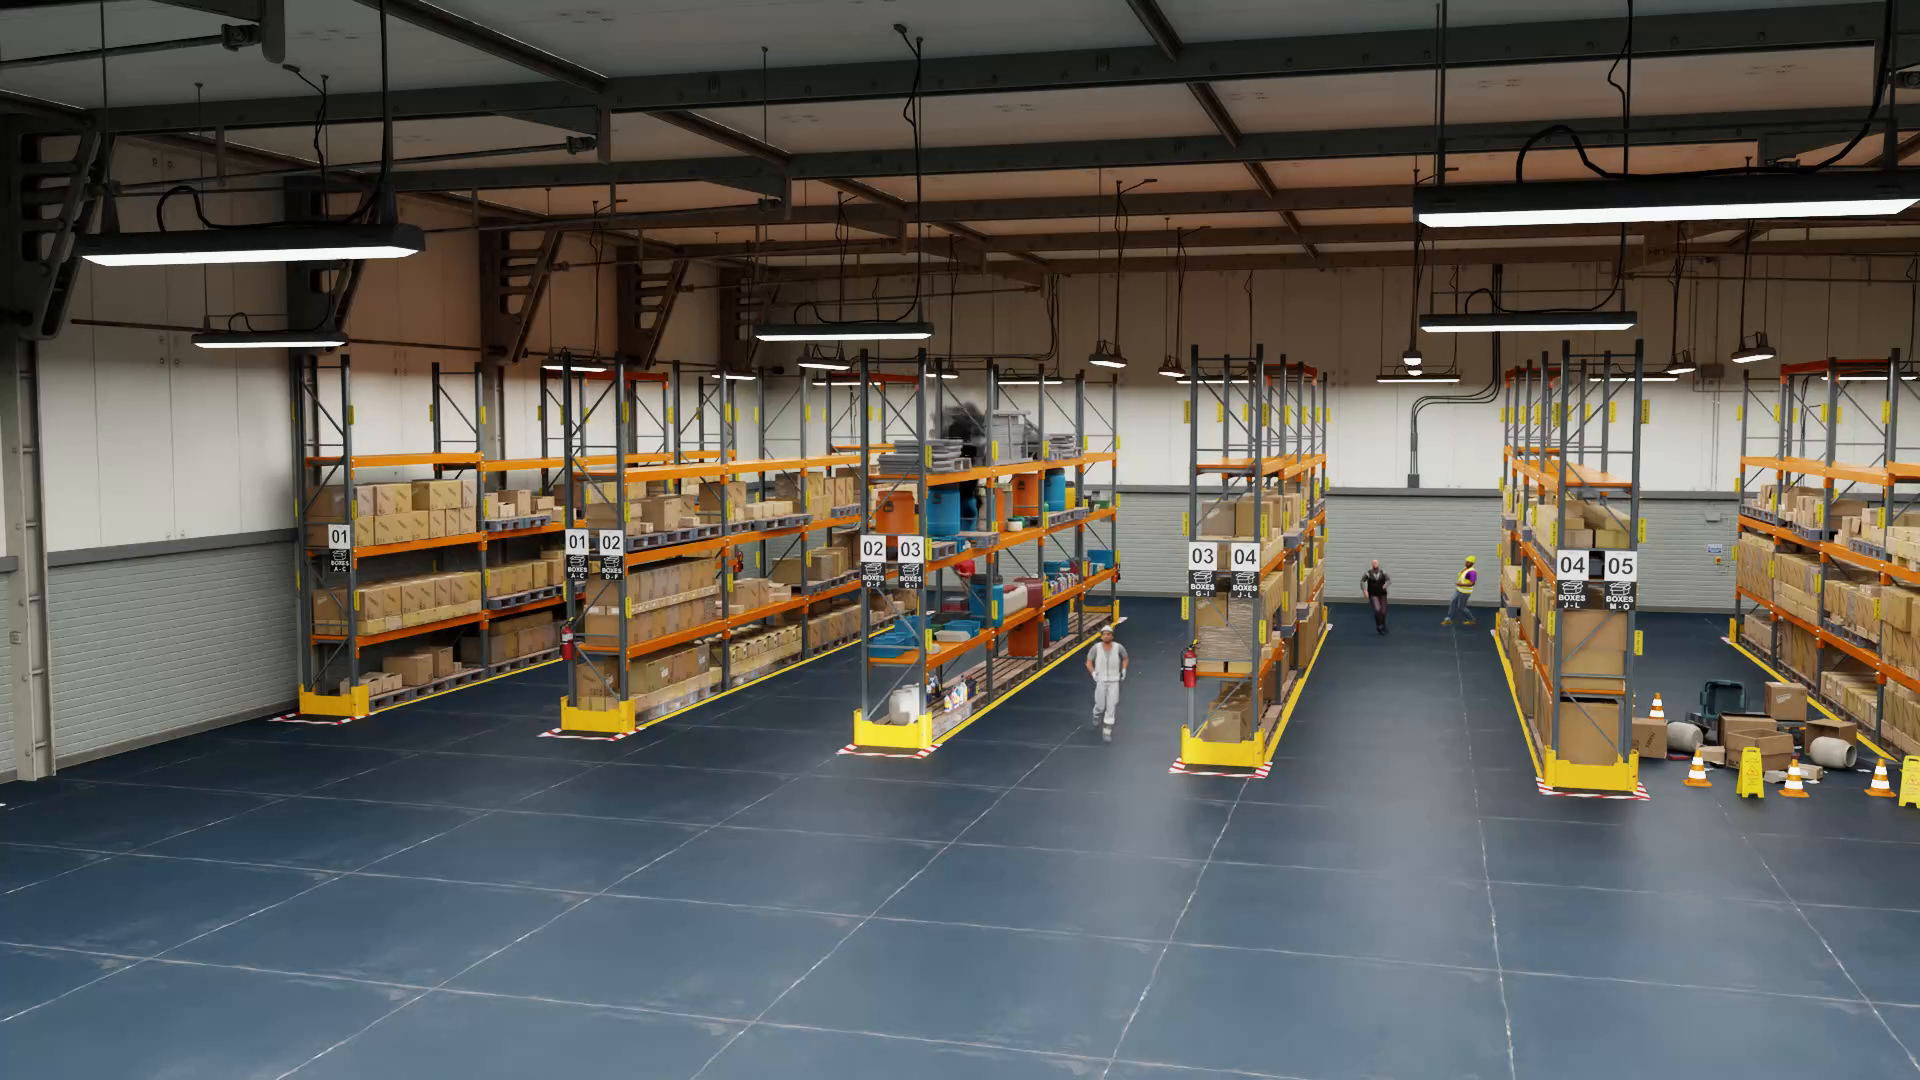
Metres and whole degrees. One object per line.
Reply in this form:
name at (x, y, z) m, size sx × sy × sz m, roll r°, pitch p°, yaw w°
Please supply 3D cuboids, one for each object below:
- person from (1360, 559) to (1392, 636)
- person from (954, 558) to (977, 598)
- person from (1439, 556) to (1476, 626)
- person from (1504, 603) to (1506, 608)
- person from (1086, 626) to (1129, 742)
person at (9.533, 1.307, 38.043) m, size 0.697 × 1.727 × 0.684 m, roll 0°, pitch 4°, yaw 1°
person at (0.190, 1.060, 41.523) m, size 0.715 × 1.717 × 0.772 m, roll -2°, pitch 5°, yaw -25°
person at (11.777, 1.212, 39.120) m, size 0.791 × 1.721 × 0.802 m, roll 0°, pitch 4°, yaw 1°
person at (13.058, 1.289, 38.931) m, size 0.631 × 1.662 × 0.667 m, roll 1°, pitch 4°, yaw 9°
person at (2.291, 2.200, 25.810) m, size 0.661 × 1.771 × 0.783 m, roll 0°, pitch 4°, yaw 1°
